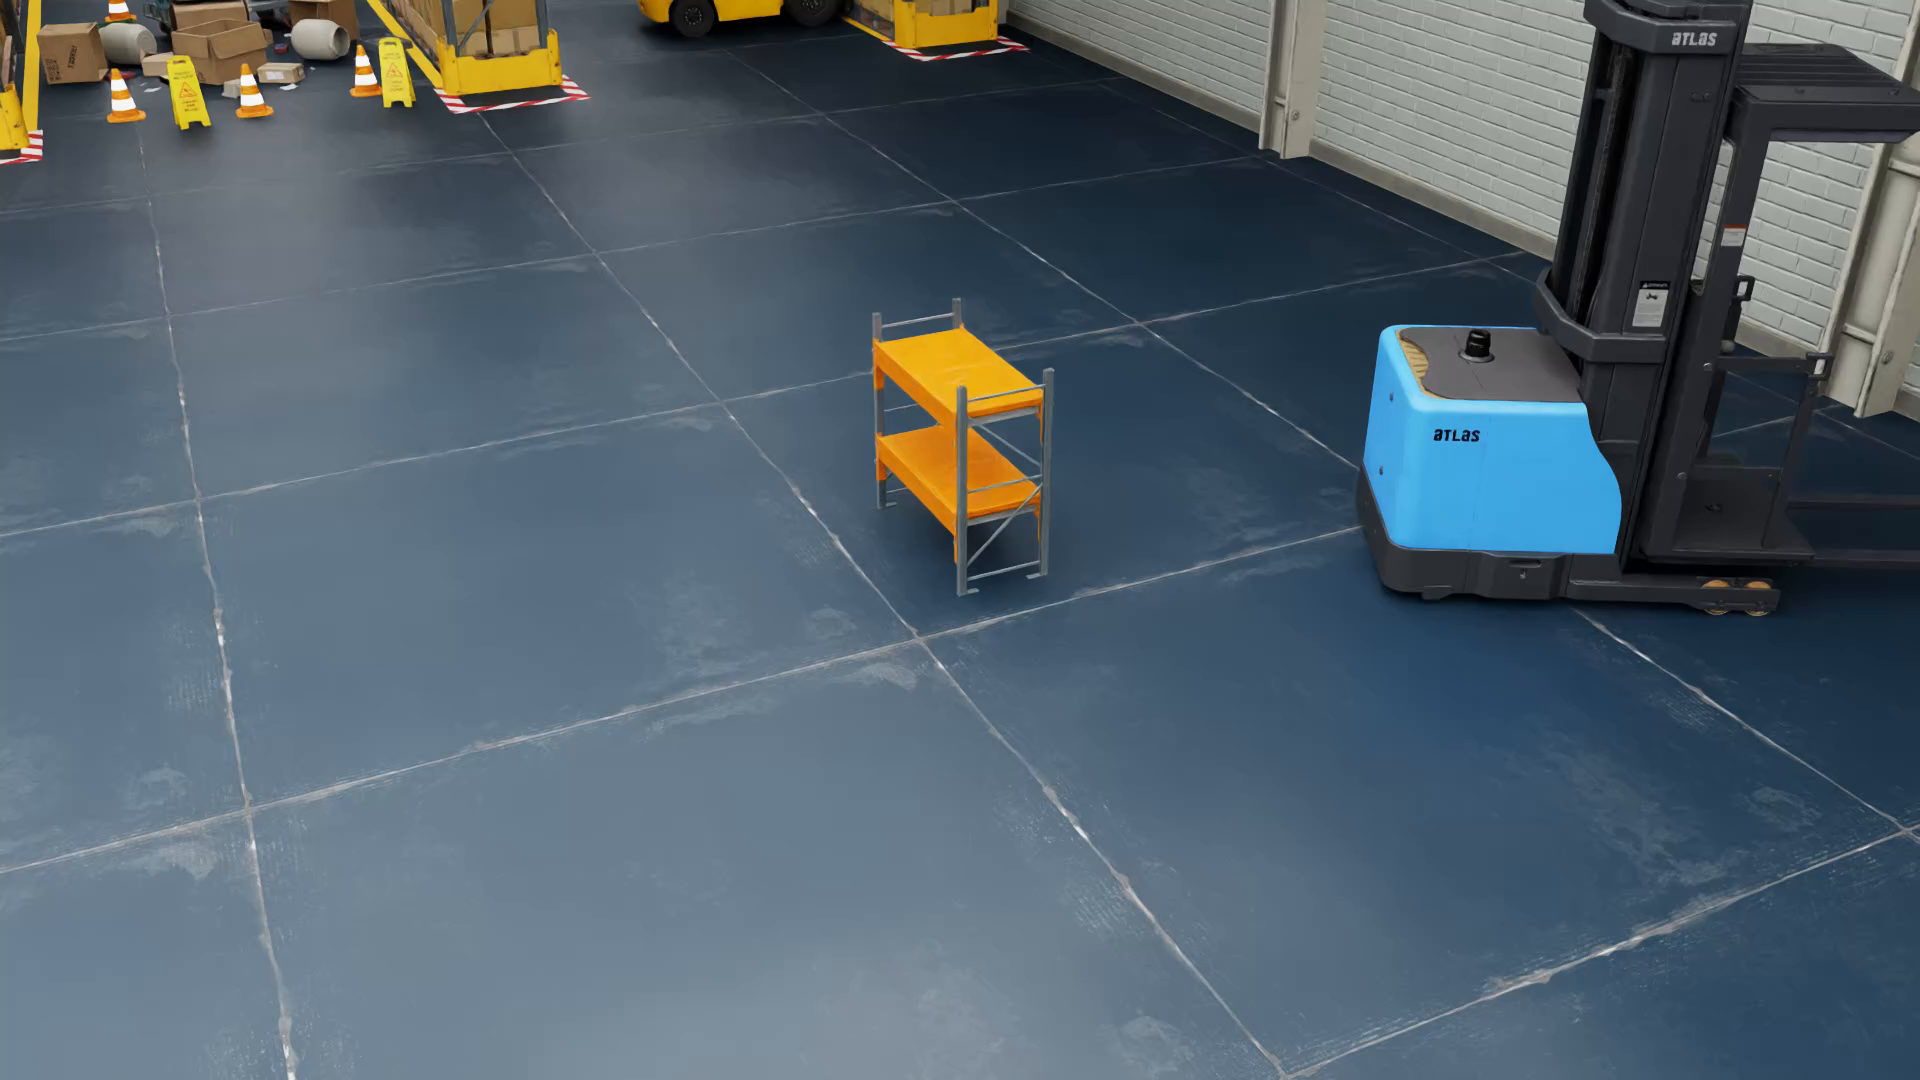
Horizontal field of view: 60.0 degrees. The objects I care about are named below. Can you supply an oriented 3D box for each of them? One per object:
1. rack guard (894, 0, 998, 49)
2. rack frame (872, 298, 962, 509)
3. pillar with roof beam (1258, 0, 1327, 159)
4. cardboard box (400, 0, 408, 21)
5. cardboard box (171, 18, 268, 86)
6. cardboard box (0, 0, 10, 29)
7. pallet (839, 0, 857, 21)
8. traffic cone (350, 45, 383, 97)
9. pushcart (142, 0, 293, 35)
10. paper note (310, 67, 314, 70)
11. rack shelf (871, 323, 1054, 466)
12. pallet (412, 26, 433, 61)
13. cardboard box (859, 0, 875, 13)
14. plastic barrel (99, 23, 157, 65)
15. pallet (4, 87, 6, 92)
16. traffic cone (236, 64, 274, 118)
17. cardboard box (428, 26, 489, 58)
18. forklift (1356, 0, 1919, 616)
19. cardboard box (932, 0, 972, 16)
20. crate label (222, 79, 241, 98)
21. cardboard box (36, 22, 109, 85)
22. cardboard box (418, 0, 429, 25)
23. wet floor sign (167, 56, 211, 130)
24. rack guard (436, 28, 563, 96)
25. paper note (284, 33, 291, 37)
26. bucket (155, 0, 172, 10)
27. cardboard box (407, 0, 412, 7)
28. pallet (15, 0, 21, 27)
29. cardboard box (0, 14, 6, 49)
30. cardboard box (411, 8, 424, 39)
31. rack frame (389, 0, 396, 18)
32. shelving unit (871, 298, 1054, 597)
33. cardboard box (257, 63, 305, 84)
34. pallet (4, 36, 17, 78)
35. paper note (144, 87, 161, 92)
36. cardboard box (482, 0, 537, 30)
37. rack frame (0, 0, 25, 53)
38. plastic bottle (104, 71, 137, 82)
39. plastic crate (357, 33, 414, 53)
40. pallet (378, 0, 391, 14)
[{"bbox_3d":[-0.152,-5.867,18.702,1.175,0.500,0.348,-13,32,-22],"label":"rack guard"},{"bbox_3d":[-0.221,-0.718,8.881,0.500,1.125,0.032,-13,32,-22],"label":"rack frame"},{"bbox_3d":[-0.959,-6.527,11.190,9.100,9.000,0.400,-13,32,-22],"label":"pillar with roof beam"},{"bbox_3d":[-6.112,-6.124,18.987,0.500,0.250,0.500,-11,31,-19],"label":"cardboard box"},{"bbox_3d":[-7.684,-5.080,17.294,0.637,0.503,0.797,13,32,21],"label":"cardboard box"},{"bbox_3d":[-11.136,-6.064,18.369,1.050,0.750,0.750,-13,32,-22],"label":"cardboard box"},{"bbox_3d":[-1.048,-6.619,20.338,1.003,0.211,1.213,-13,32,-22],"label":"pallet"},{"bbox_3d":[-5.993,-4.737,16.724,0.336,0.463,0.334,-13,32,-22],"label":"traffic cone"},{"bbox_3d":[-8.399,-6.047,19.147,0.936,0.377,1.648,26,38,38],"label":"pushcart"},{"bbox_3d":[-6.891,-5.018,17.689,0.032,0.001,0.123,-13,32,-22],"label":"paper note"},{"bbox_3d":[-0.003,-0.749,8.337,0.538,0.278,1.000,-13,32,-22],"label":"rack shelf"},{"bbox_3d":[-5.513,-5.646,18.603,1.003,0.211,1.213,-13,32,-22],"label":"pallet"},{"bbox_3d":[-0.854,-6.315,19.327,0.500,0.250,0.500,-13,32,-22],"label":"cardboard box"},{"bbox_3d":[-8.916,-5.304,17.777,0.512,0.421,0.421,7,30,13],"label":"plastic barrel"},{"bbox_3d":[-9.485,-3.961,15.598,1.003,0.211,1.213,-13,32,-22],"label":"pallet"},{"bbox_3d":[-6.850,-4.354,16.041,0.336,0.463,0.334,-13,32,-22],"label":"traffic cone"},{"bbox_3d":[-5.244,-5.219,17.373,0.500,0.250,0.500,-13,32,-22],"label":"cardboard box"},{"bbox_3d":[3.625,-1.177,7.853,3.031,2.935,1.130,2,29,3],"label":"forklift"},{"bbox_3d":[-0.196,-6.210,19.140,0.500,0.250,0.500,-13,32,-22],"label":"cardboard box"},{"bbox_3d":[-7.243,-4.546,16.717,0.298,0.136,0.250,19,34,30],"label":"crate label"},{"bbox_3d":[-9.195,-5.048,17.238,0.500,0.500,0.500,-8,30,-13],"label":"cardboard box"},{"bbox_3d":[-5.450,-5.764,17.578,0.500,0.500,0.500,-12,31,-20],"label":"cardboard box"},{"bbox_3d":[-7.270,-4.216,15.609,0.267,0.644,0.232,-19,35,-30],"label":"wet floor sign"},{"bbox_3d":[-4.676,-4.868,16.919,1.175,0.500,0.348,-13,32,-22],"label":"rack guard"},{"bbox_3d":[-7.674,-5.804,19.069,0.148,0.019,0.142,-13,32,-22],"label":"paper note"},{"bbox_3d":[-8.647,-6.266,18.651,0.726,0.611,0.620,-3,19,-5],"label":"bucket"},{"bbox_3d":[-5.890,-6.221,18.393,0.500,0.500,0.500,-11,31,-19],"label":"cardboard box"},{"bbox_3d":[-11.715,-6.256,19.690,1.003,0.211,1.213,-13,32,-22],"label":"pallet"},{"bbox_3d":[-10.581,-5.571,17.361,0.875,0.875,0.875,-13,32,-21],"label":"cardboard box"},{"bbox_3d":[-5.679,-5.669,18.175,0.500,0.250,0.500,-14,32,-24],"label":"cardboard box"},{"bbox_3d":[-6.361,-7.691,19.399,1.000,3.000,0.127,-13,32,-22],"label":"rack frame"},{"bbox_3d":[-0.003,-0.494,8.480,0.538,1.125,1.048,-13,32,-22],"label":"shelving unit"},{"bbox_3d":[-7.030,-4.835,17.221,0.380,0.149,0.250,2,29,4],"label":"cardboard box"},{"bbox_3d":[-10.532,-5.039,17.520,1.003,0.211,1.213,-13,32,-22],"label":"pallet"},{"bbox_3d":[-8.193,-4.575,16.880,0.144,0.017,0.142,-3,29,-5],"label":"paper note"},{"bbox_3d":[-4.751,-5.660,17.392,0.500,0.500,0.500,-14,32,-24],"label":"cardboard box"},{"bbox_3d":[-10.788,-6.607,17.466,1.000,3.000,0.127,-13,32,-22],"label":"rack frame"},{"bbox_3d":[-8.730,-4.829,17.299,0.133,0.061,0.283,26,38,38],"label":"plastic bottle"},{"bbox_3d":[-6.427,-5.552,18.569,0.583,0.080,0.402,26,38,38],"label":"plastic crate"},{"bbox_3d":[-6.696,-6.819,20.694,1.003,0.211,1.213,-13,32,-22],"label":"pallet"}]
